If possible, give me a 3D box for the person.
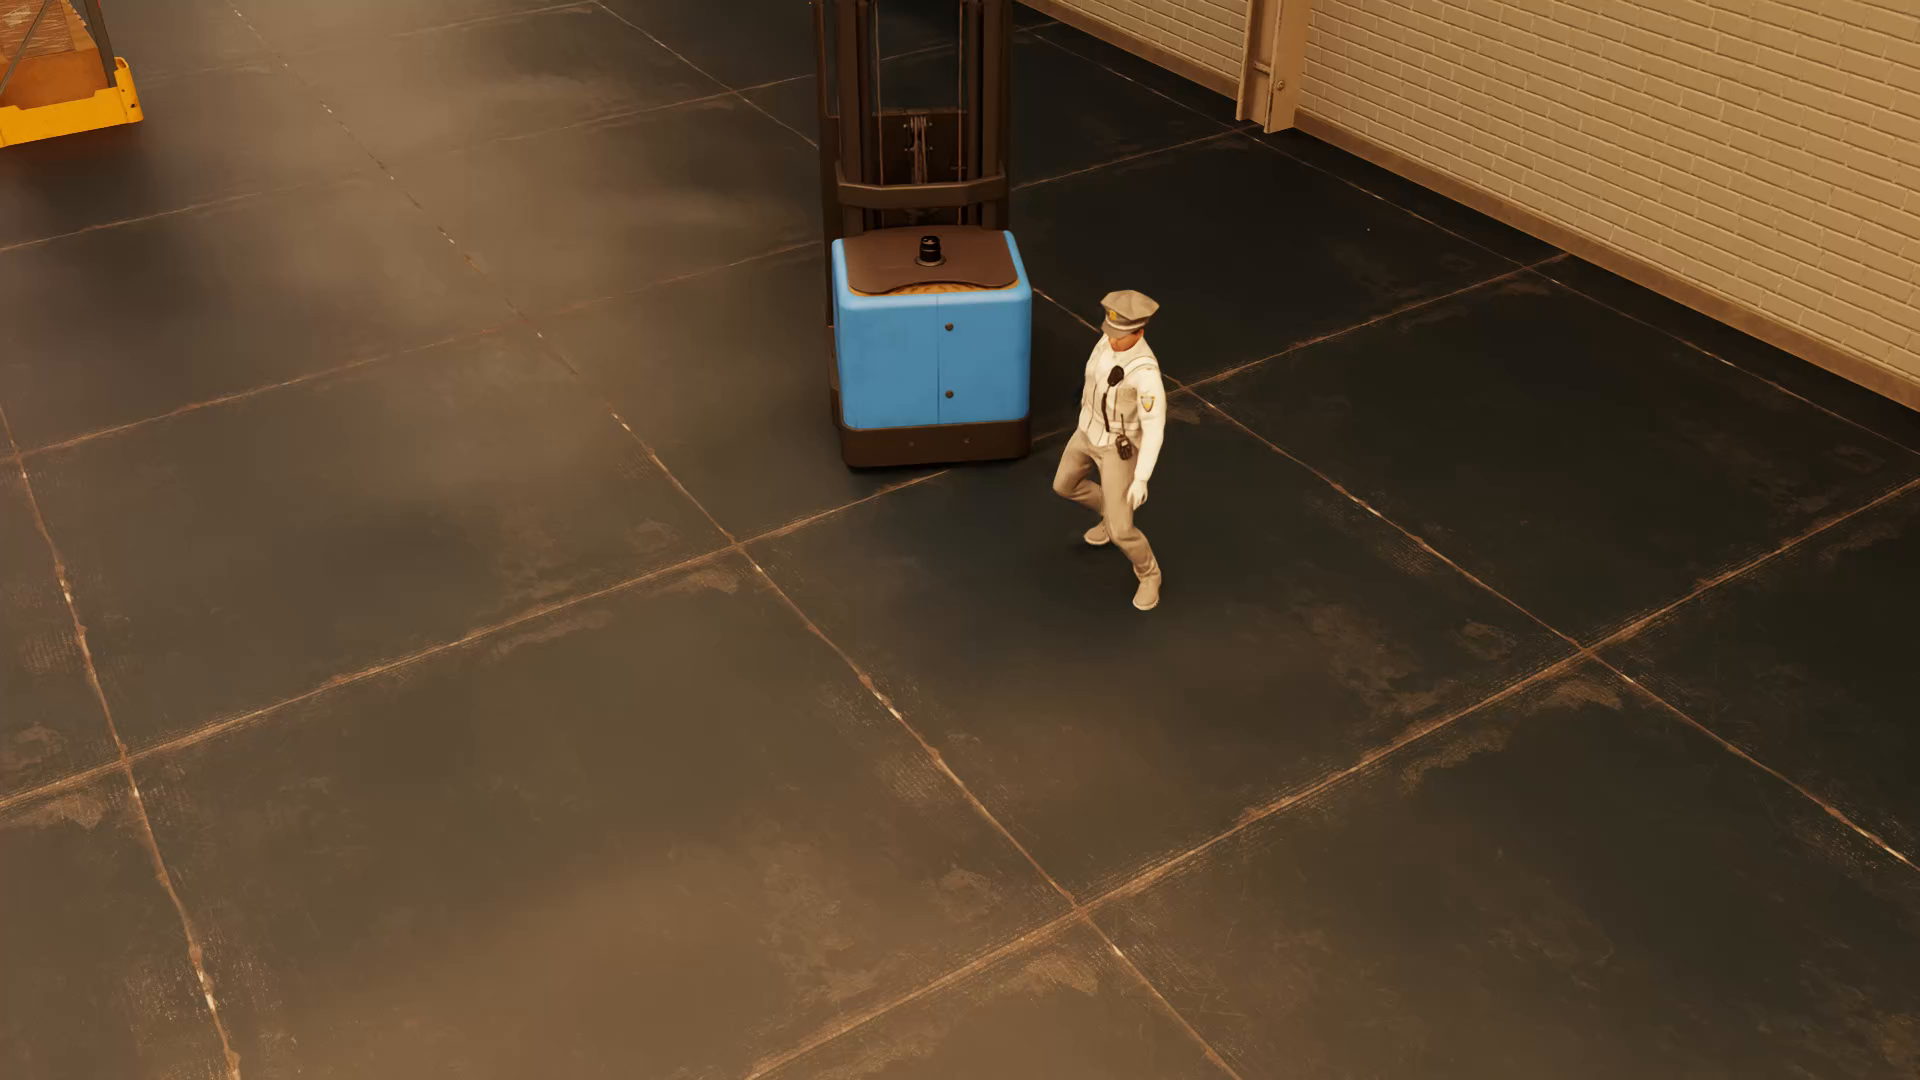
[{"bbox_3d":[0.752,-0.505,8.054,0.460,1.588,0.817,-13,37,-18],"label":"person"}]

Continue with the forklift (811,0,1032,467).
[{"bbox_3d":[-0.286,-2.431,9.608,1.130,2.935,3.031,-4,35,-5],"label":"forklift"}]
